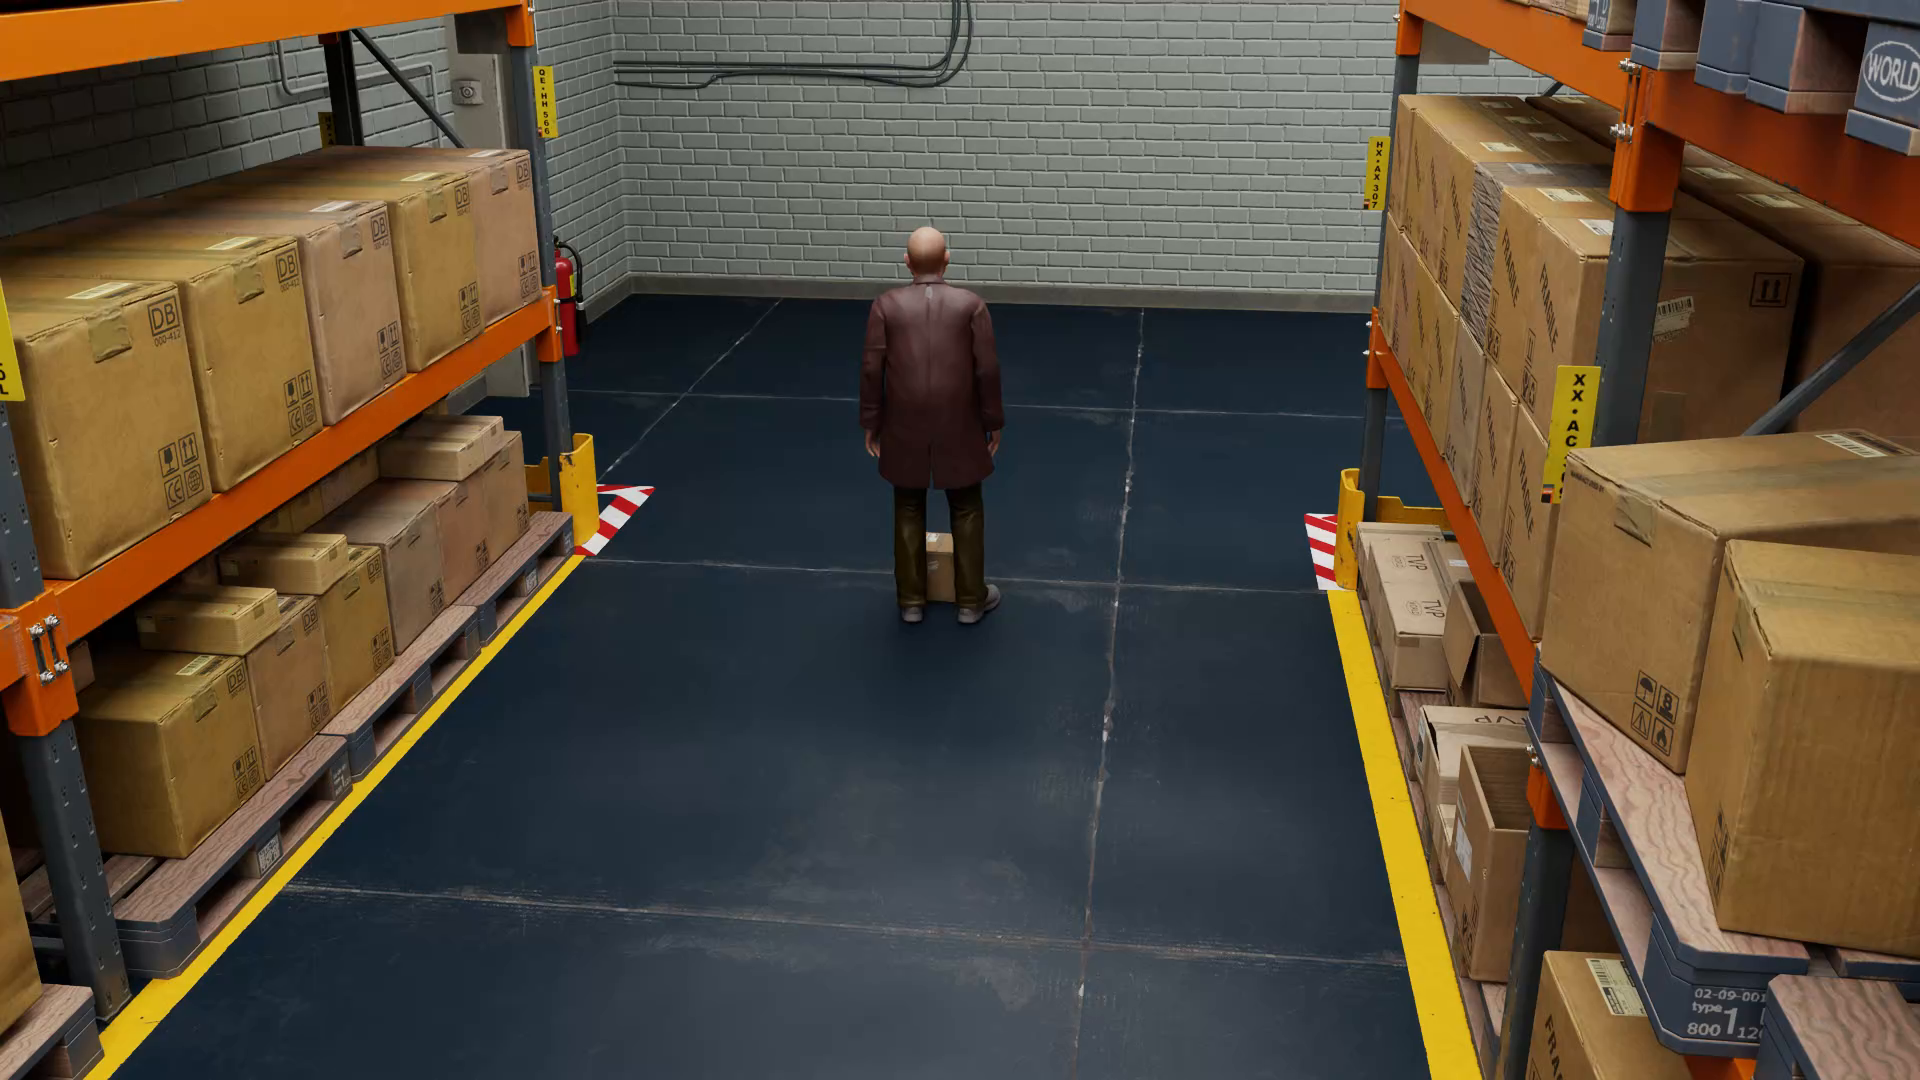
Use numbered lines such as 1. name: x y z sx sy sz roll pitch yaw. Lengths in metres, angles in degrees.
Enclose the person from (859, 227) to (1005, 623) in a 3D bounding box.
1. person: -0.126 -0.498 7.410 0.654 1.774 0.421 1 21 4
